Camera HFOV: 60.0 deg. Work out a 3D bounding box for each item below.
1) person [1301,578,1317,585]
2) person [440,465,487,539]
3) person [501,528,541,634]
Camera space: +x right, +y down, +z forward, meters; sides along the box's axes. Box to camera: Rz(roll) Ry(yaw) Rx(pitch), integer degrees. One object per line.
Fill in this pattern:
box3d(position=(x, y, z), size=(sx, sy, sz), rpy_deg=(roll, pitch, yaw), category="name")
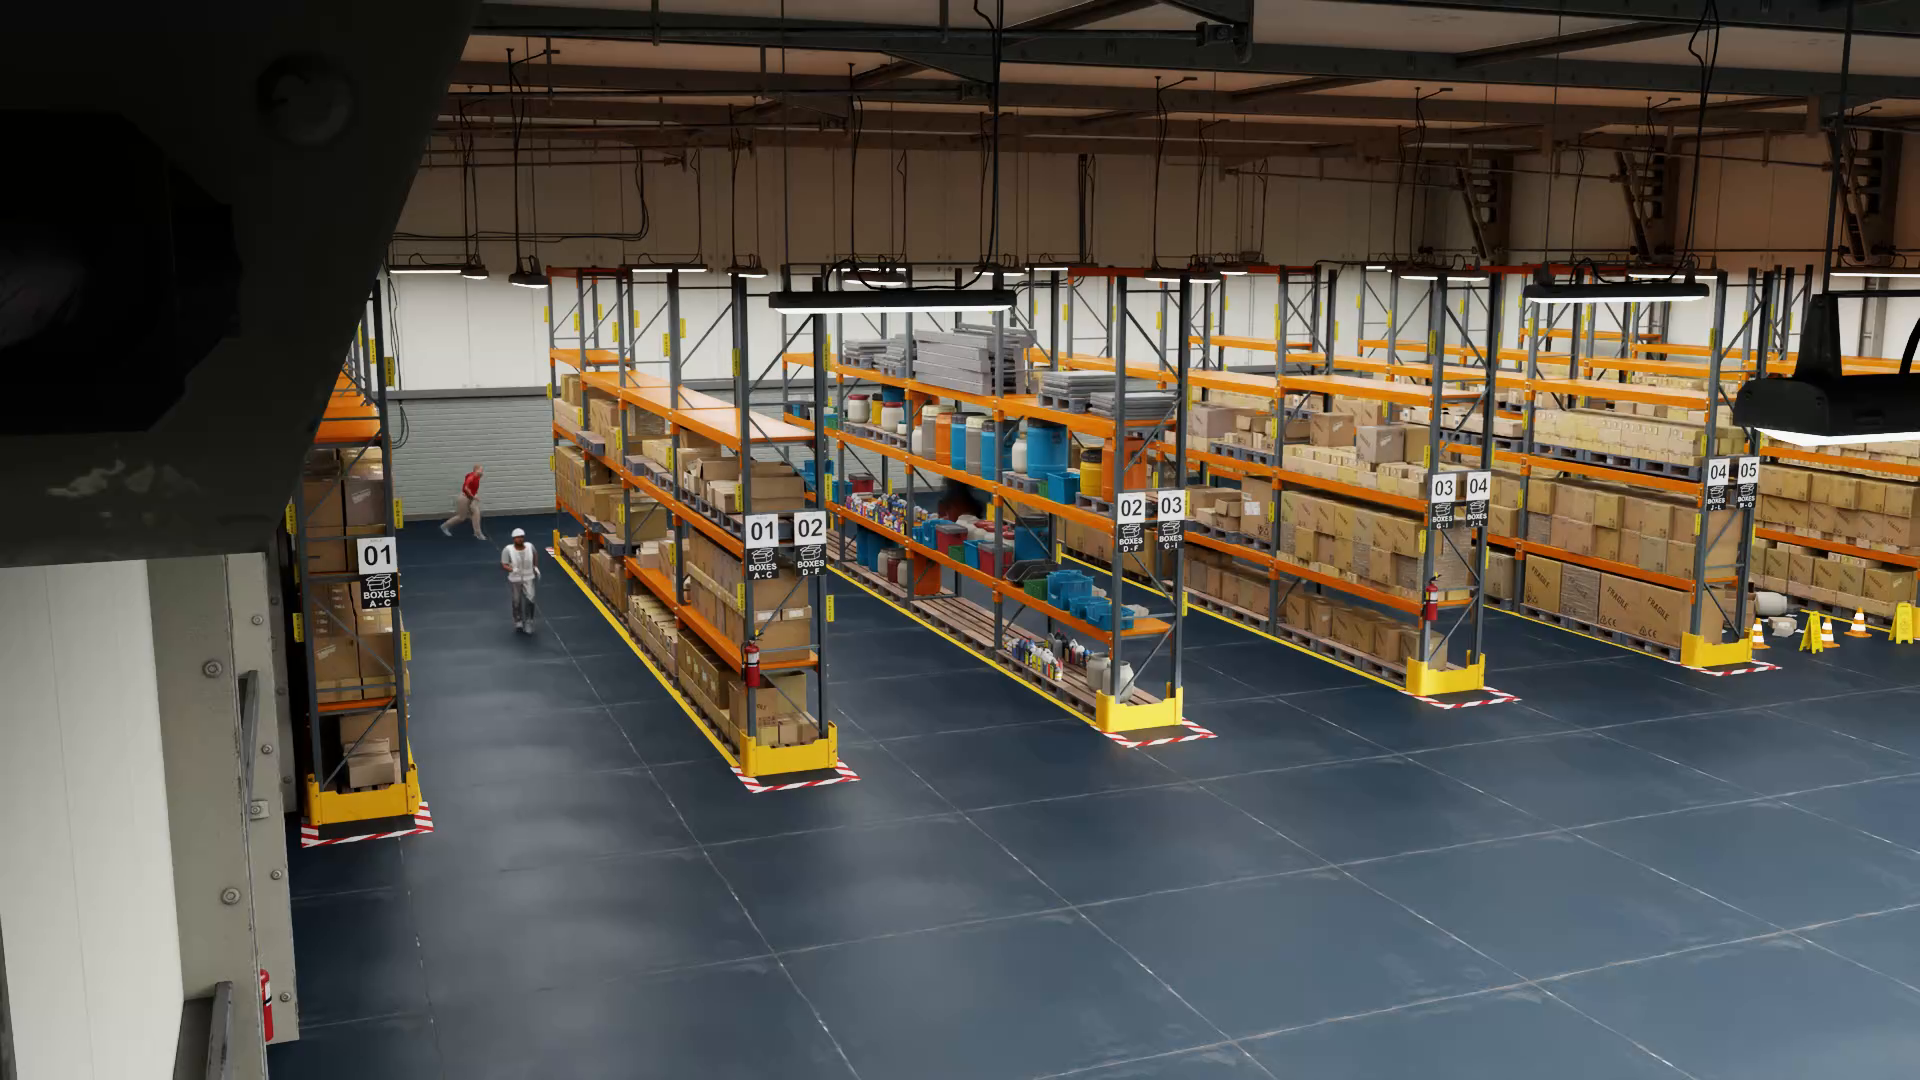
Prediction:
box3d(position=(6.794, 0.096, 31.416), size=(0.648, 1.683, 0.490), rpy_deg=(1, 10, 6), category="person")
box3d(position=(-10.982, -0.814, 36.695), size=(1.011, 1.694, 0.695), rpy_deg=(-2, 10, -12), category="person")
box3d(position=(-7.273, 0.685, 27.605), size=(0.649, 1.784, 0.799), rpy_deg=(-4, 11, -21), category="person")
